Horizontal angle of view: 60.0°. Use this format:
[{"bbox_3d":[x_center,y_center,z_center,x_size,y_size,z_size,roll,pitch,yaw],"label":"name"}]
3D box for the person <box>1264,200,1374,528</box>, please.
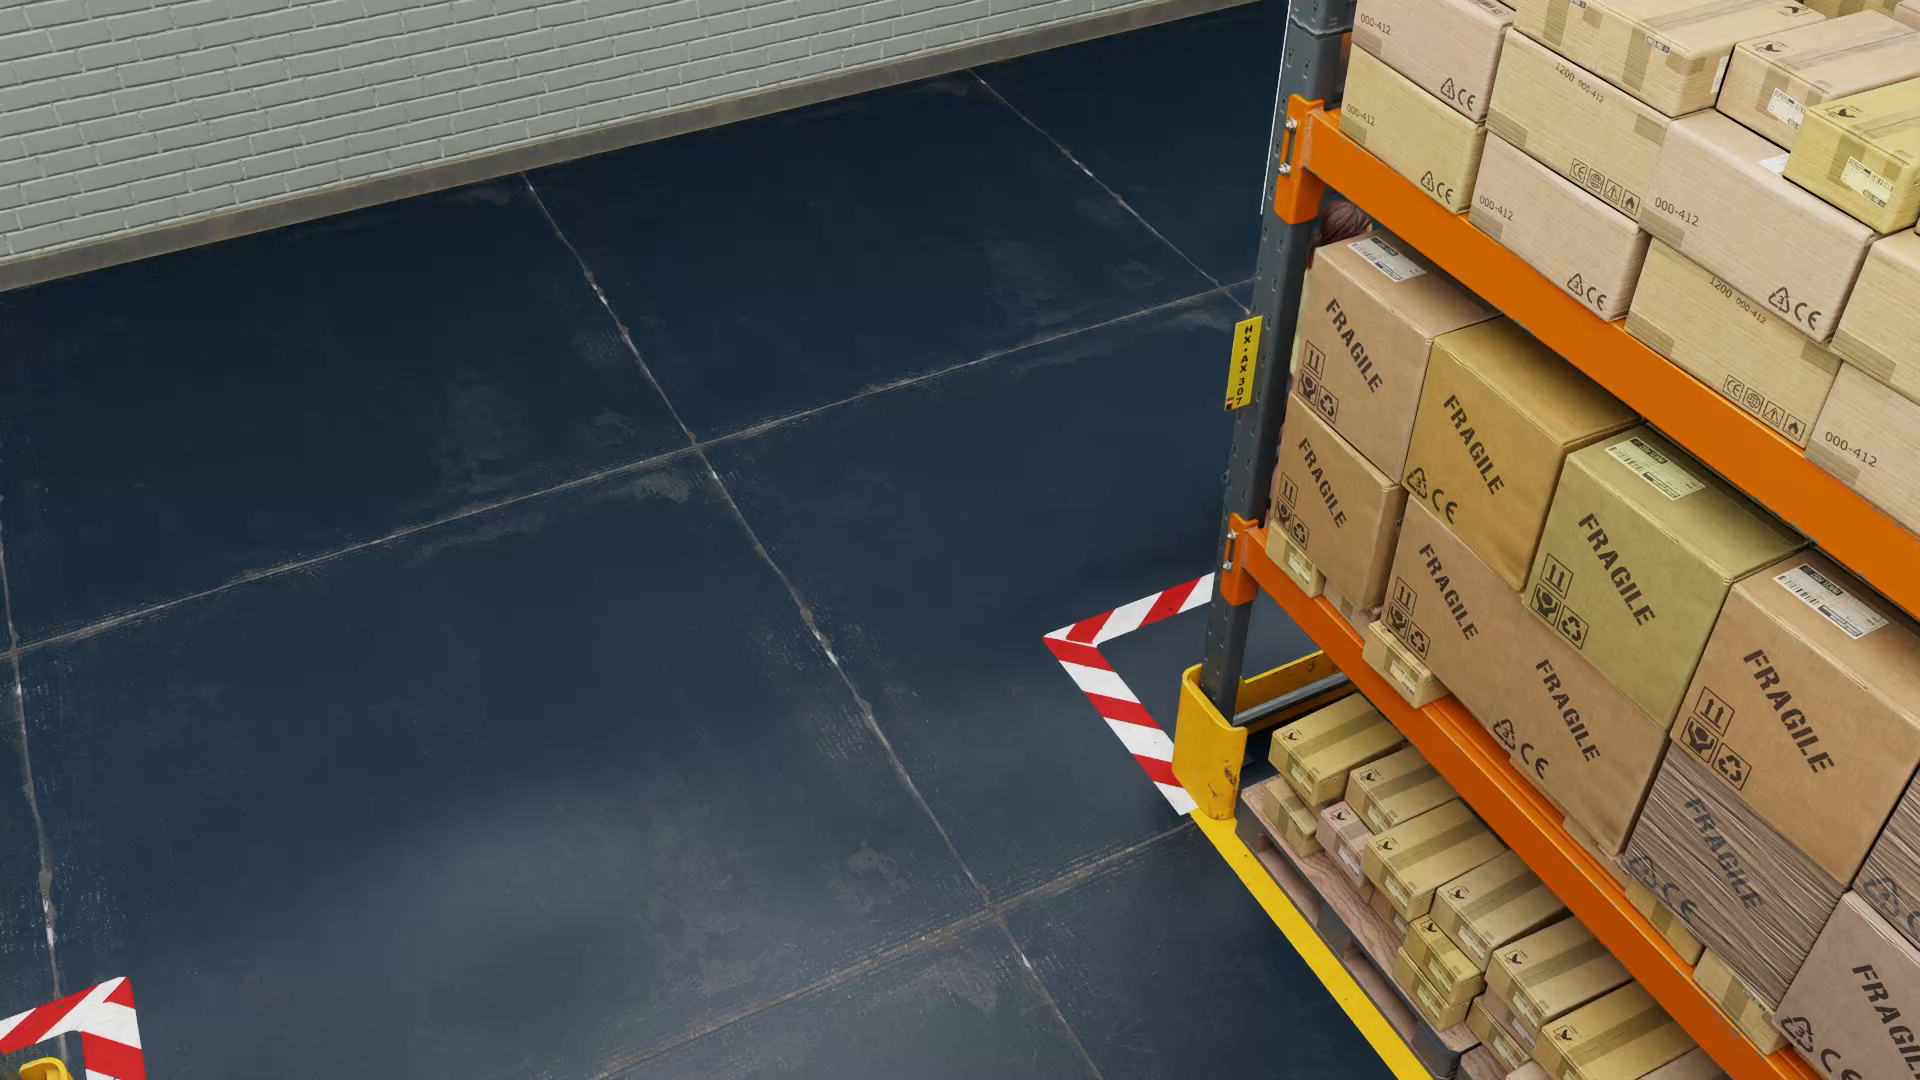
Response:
[{"bbox_3d":[1.488,-0.708,6.937,0.467,1.661,0.498,-17,44,-18],"label":"person"}]
